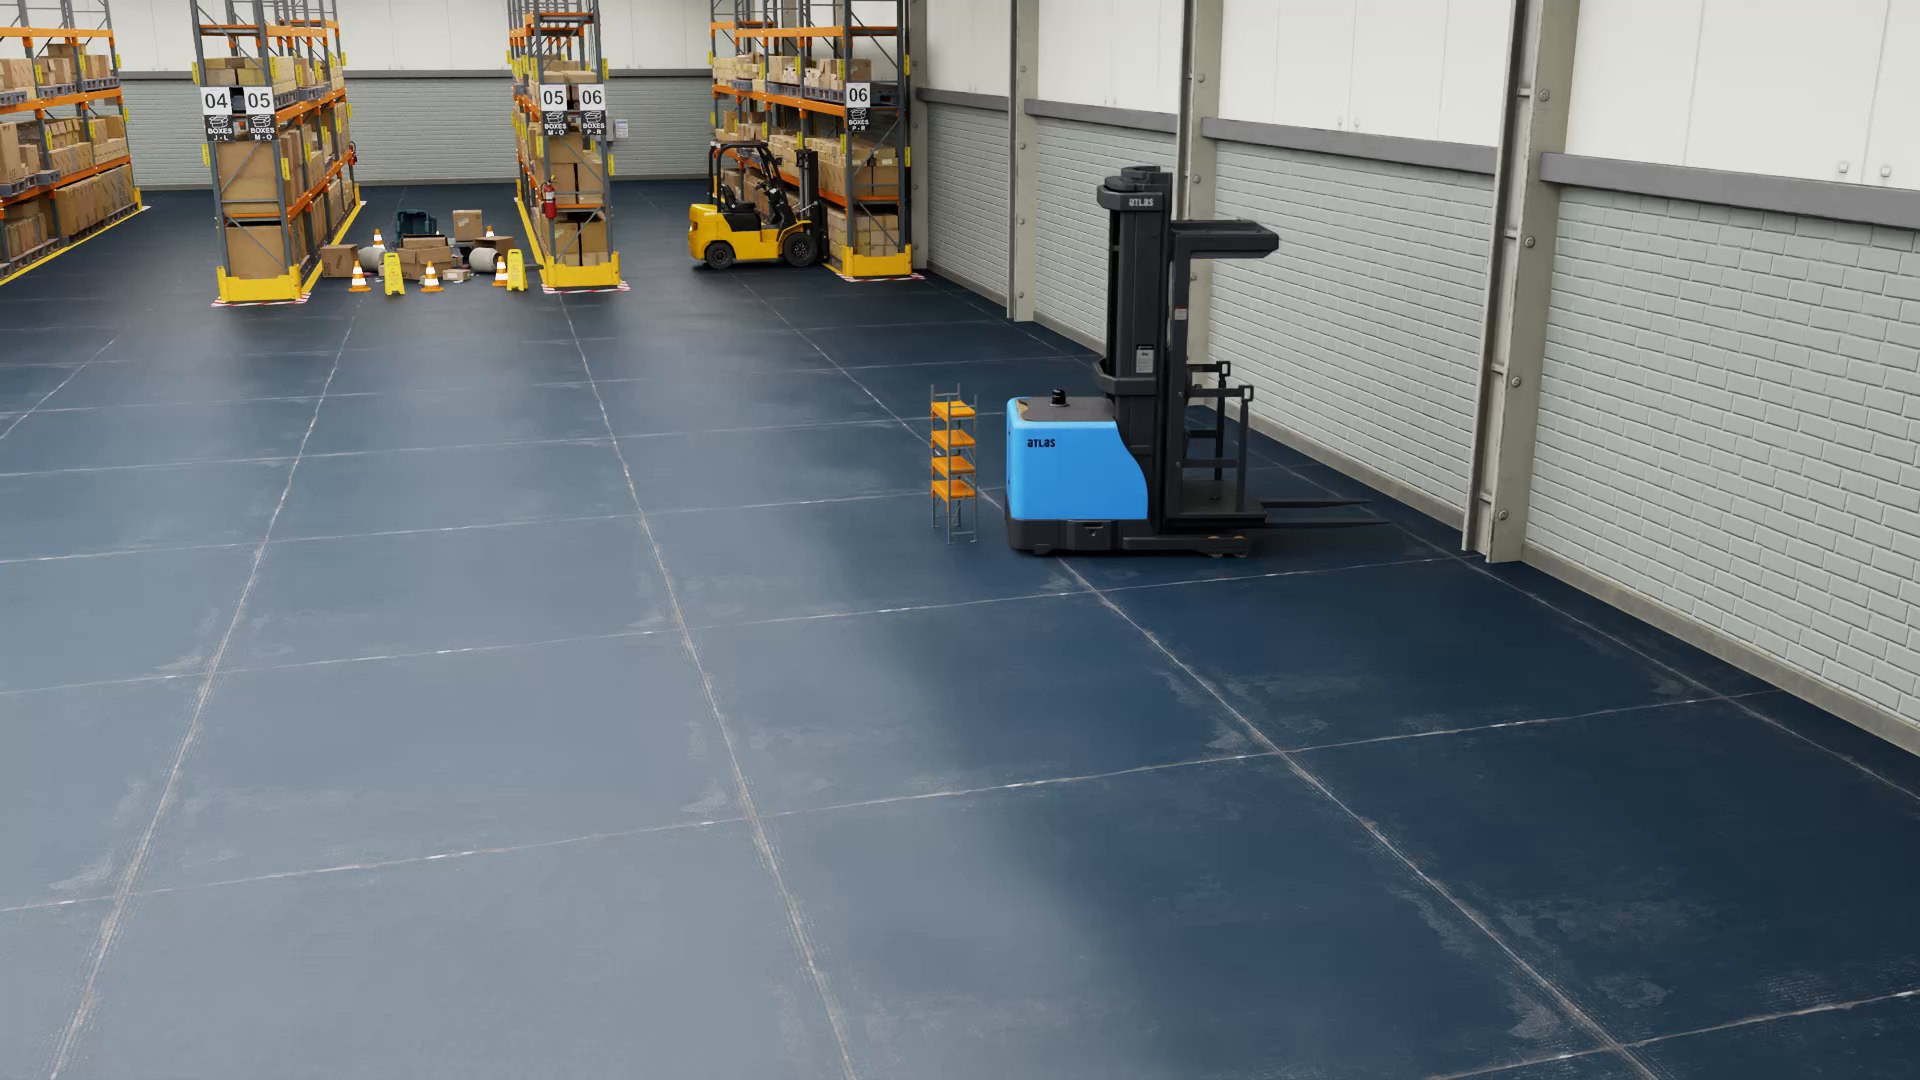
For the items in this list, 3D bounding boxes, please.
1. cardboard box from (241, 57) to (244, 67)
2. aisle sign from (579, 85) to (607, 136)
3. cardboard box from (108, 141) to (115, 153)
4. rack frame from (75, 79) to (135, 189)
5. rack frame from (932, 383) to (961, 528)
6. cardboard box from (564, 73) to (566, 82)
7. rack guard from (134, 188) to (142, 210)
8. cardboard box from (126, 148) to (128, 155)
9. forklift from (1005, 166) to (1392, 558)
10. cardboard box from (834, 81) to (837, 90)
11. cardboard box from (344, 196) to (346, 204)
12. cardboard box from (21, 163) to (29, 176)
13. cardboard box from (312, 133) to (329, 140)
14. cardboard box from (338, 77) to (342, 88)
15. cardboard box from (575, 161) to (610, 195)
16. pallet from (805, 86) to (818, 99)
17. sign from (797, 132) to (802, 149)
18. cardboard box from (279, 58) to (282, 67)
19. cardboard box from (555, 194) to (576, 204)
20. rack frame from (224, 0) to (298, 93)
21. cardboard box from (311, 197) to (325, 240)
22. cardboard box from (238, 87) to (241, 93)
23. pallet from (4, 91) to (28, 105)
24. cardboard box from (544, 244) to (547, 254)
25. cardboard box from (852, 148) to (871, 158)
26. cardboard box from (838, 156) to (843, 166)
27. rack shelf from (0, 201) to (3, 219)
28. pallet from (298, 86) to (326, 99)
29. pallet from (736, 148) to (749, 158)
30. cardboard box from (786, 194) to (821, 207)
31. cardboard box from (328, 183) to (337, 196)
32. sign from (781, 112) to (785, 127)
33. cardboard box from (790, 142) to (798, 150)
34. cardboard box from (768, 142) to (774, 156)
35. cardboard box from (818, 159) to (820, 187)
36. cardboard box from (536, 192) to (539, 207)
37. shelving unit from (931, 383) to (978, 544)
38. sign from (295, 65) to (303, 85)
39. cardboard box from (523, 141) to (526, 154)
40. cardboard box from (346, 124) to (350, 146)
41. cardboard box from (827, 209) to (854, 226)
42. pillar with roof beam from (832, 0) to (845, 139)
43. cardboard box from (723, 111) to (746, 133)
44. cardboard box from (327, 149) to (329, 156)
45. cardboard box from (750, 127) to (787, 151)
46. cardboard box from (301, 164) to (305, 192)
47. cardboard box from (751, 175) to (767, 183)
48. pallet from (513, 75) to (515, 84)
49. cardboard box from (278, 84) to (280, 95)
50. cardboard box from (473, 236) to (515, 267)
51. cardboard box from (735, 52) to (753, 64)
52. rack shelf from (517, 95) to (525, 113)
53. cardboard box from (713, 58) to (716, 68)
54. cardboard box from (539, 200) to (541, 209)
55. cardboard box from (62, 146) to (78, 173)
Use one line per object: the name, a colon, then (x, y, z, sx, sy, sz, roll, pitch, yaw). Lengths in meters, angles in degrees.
cardboard box: (-11.915, -7.800, 27.139, 0.380, 0.149, 0.250, -5, 17, -15)
aisle sign: (-5.893, -6.898, 26.683, 0.394, 0.787, 0.004, -5, 17, -15)
cardboard box: (-19.319, -8.821, 37.346, 0.500, 0.250, 0.500, -5, 17, -15)
rack frame: (-20.134, -9.288, 39.158, 1.000, 3.000, 0.127, -5, 17, -15)
rack frame: (-0.113, -0.688, 13.657, 0.240, 1.200, 0.015, -5, 17, -15)
cardboard box: (-6.834, -7.774, 27.956, 0.380, 0.149, 0.250, -5, 17, -17)
rack guard: (-20.140, -8.097, 39.540, 1.175, 0.500, 0.348, -5, 17, -15)
cardboard box: (-19.719, -9.095, 38.953, 0.380, 0.149, 0.250, -4, 17, -14)
forklift: (1.896, -1.419, 13.082, 3.031, 2.935, 1.130, 0, 17, -1)
cardboard box: (-1.956, -7.810, 28.556, 0.380, 0.149, 0.250, -5, 17, -17)
cardboard box: (-14.029, -7.649, 37.412, 0.380, 0.149, 0.250, -4, 17, -13)
cardboard box: (-17.217, -6.772, 30.286, 0.396, 0.266, 0.258, -5, 17, -17)
cardboard box: (-13.796, -8.670, 35.773, 0.380, 0.149, 0.250, -5, 18, -17)
cardboard box: (-14.687, -10.633, 38.683, 0.500, 0.250, 0.500, -4, 17, -13)
cardboard box: (-6.071, -5.989, 27.485, 0.500, 0.500, 0.500, -5, 17, -16)
pallet: (-2.276, -8.306, 30.829, 1.003, 0.211, 1.213, -5, 17, -15)
sign: (-3.055, -7.617, 31.719, 0.100, 0.325, 0.005, -5, 17, -15)
cardboard box: (-11.074, -7.643, 26.614, 0.380, 0.149, 0.250, -5, 17, -16)
cardboard box: (-6.516, -5.612, 27.357, 0.380, 0.149, 0.250, -4, 17, -13)
rack frame: (-12.039, -9.206, 28.457, 1.000, 3.000, 0.127, -5, 17, -15)
cardboard box: (-12.814, -6.146, 31.878, 1.050, 0.750, 0.750, -4, 17, -14)
cardboard box: (-11.706, -7.208, 26.554, 0.380, 0.149, 0.250, -5, 17, -15)
pallet: (-17.191, -7.781, 29.254, 1.213, 0.211, 1.003, -5, 17, -15)
cardboard box: (-6.973, -5.020, 29.001, 0.500, 0.250, 0.500, -5, 18, -17)
cardboard box: (-1.738, -6.623, 28.467, 0.380, 0.149, 0.250, -5, 17, -15)
cardboard box: (-1.900, -6.540, 28.708, 0.380, 0.149, 0.250, -4, 17, -14)
rack shelf: (-16.286, -5.071, 26.370, 1.077, 0.370, 4.000, -5, 17, -15)
pallet: (-12.910, -8.611, 32.020, 1.213, 0.211, 1.003, -4, 17, -13)
pallet: (-4.620, -9.037, 38.656, 1.003, 0.211, 1.213, -5, 17, -15)
cardboard box: (-3.104, -6.776, 34.193, 0.875, 0.625, 0.625, -5, 18, -18)
cardboard box: (-13.502, -7.434, 35.299, 0.500, 0.250, 0.500, -6, 18, -18)
sign: (-4.202, -9.958, 39.376, 0.100, 0.325, 0.005, -5, 17, -15)
cardboard box: (-3.148, -7.785, 32.854, 0.380, 0.149, 0.250, -5, 18, -17)
cardboard box: (-3.772, -8.276, 35.180, 0.500, 0.250, 0.500, -5, 17, -15)
cardboard box: (-2.366, -6.767, 30.593, 0.500, 0.500, 0.500, -5, 17, -16)
cardboard box: (-8.516, -7.240, 35.303, 0.875, 0.875, 0.875, -5, 17, -16)
shelving unit: (-0.046, -0.620, 13.432, 0.258, 1.200, 0.503, -5, 17, -15)
sign: (-11.506, -8.099, 28.951, 0.100, 0.325, 0.005, -5, 17, -15)
cardboard box: (-9.089, -8.422, 35.666, 0.500, 0.250, 0.500, -5, 17, -17)
cardboard box: (-14.966, -9.738, 39.967, 0.500, 0.500, 0.500, -4, 17, -14)
cardboard box: (-2.157, -5.785, 29.807, 0.500, 0.250, 0.500, -4, 17, -15)
pillar with roof beam: (-6.549, -10.495, 32.750, 9.100, 9.000, 0.400, -5, 17, -15)
cardboard box: (-5.555, -10.333, 41.077, 0.500, 0.500, 0.500, -4, 17, -14)
cardboard box: (-13.649, -8.245, 35.395, 0.380, 0.149, 0.250, -5, 18, -18)
cardboard box: (-4.261, -8.939, 37.089, 0.797, 0.503, 0.637, -5, 17, -17)
cardboard box: (-11.926, -6.303, 28.962, 0.875, 0.550, 0.550, -5, 17, -15)
cardboard box: (-4.660, -8.412, 38.730, 0.380, 0.149, 0.250, -6, 18, -18)
pallet: (-10.391, -11.261, 40.667, 1.003, 0.211, 1.213, -5, 17, -15)
cardboard box: (-10.865, -7.052, 26.032, 0.380, 0.149, 0.250, -5, 17, -15)
cardboard box: (-8.321, -5.152, 29.731, 0.500, 0.500, 0.500, 7, 18, 23)
cardboard box: (-4.987, -11.154, 38.451, 0.396, 0.266, 0.258, -5, 17, -16)
rack shelf: (-8.956, -9.504, 35.913, 1.077, 0.370, 4.000, -5, 17, -15)
cardboard box: (-5.953, -12.069, 42.077, 0.500, 0.250, 0.500, -5, 17, -16)
cardboard box: (-7.428, -6.082, 30.105, 0.380, 0.149, 0.250, -4, 17, -14)
cardboard box: (-18.231, -7.701, 33.702, 0.500, 0.500, 0.500, -5, 17, -15)
